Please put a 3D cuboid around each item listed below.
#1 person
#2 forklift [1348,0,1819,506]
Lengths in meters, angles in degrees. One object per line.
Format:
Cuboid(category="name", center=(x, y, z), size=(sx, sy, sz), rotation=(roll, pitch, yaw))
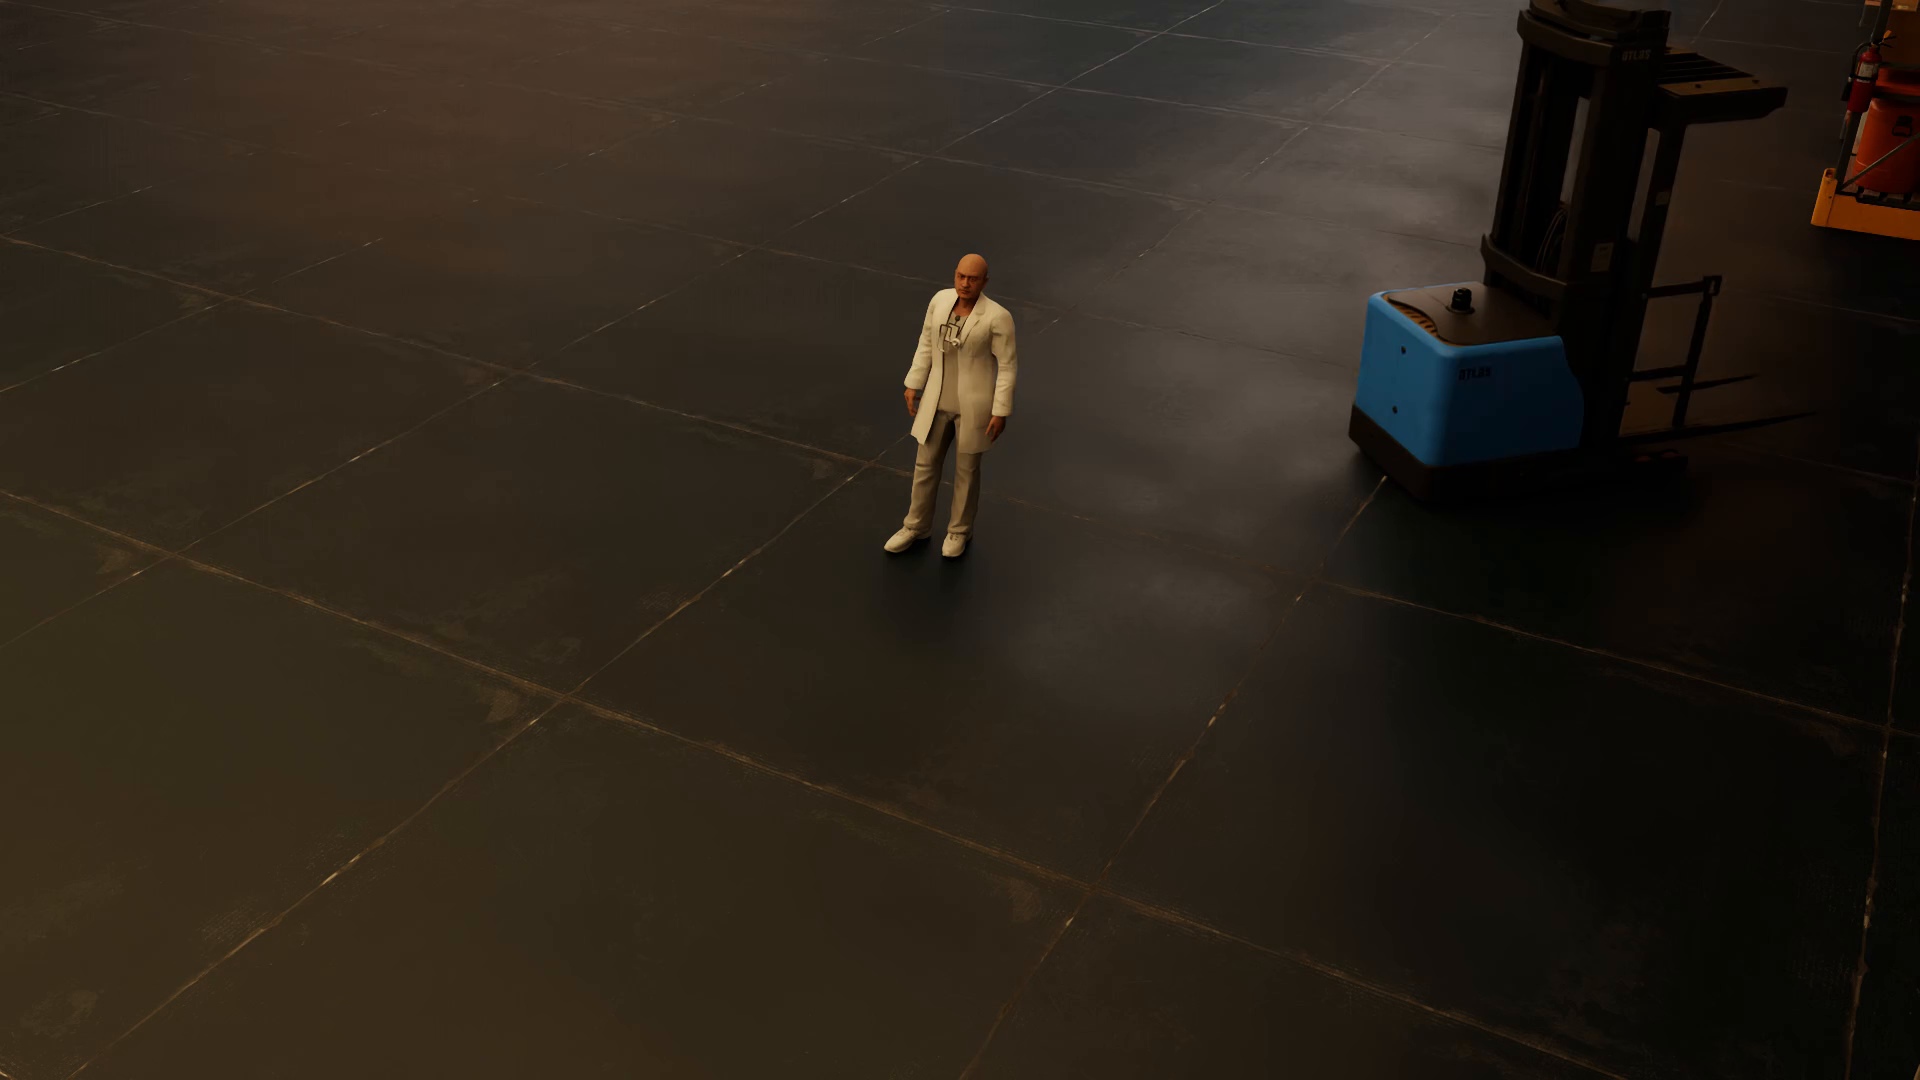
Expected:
Cuboid(category="person", center=(-0.048, -0.737, 9.487), size=(0.696, 1.778, 0.578), rotation=(15, 33, 25))
Cuboid(category="forklift", center=(4.158, -1.887, 10.340), size=(3.031, 2.935, 1.130), rotation=(-8, 31, -14))
